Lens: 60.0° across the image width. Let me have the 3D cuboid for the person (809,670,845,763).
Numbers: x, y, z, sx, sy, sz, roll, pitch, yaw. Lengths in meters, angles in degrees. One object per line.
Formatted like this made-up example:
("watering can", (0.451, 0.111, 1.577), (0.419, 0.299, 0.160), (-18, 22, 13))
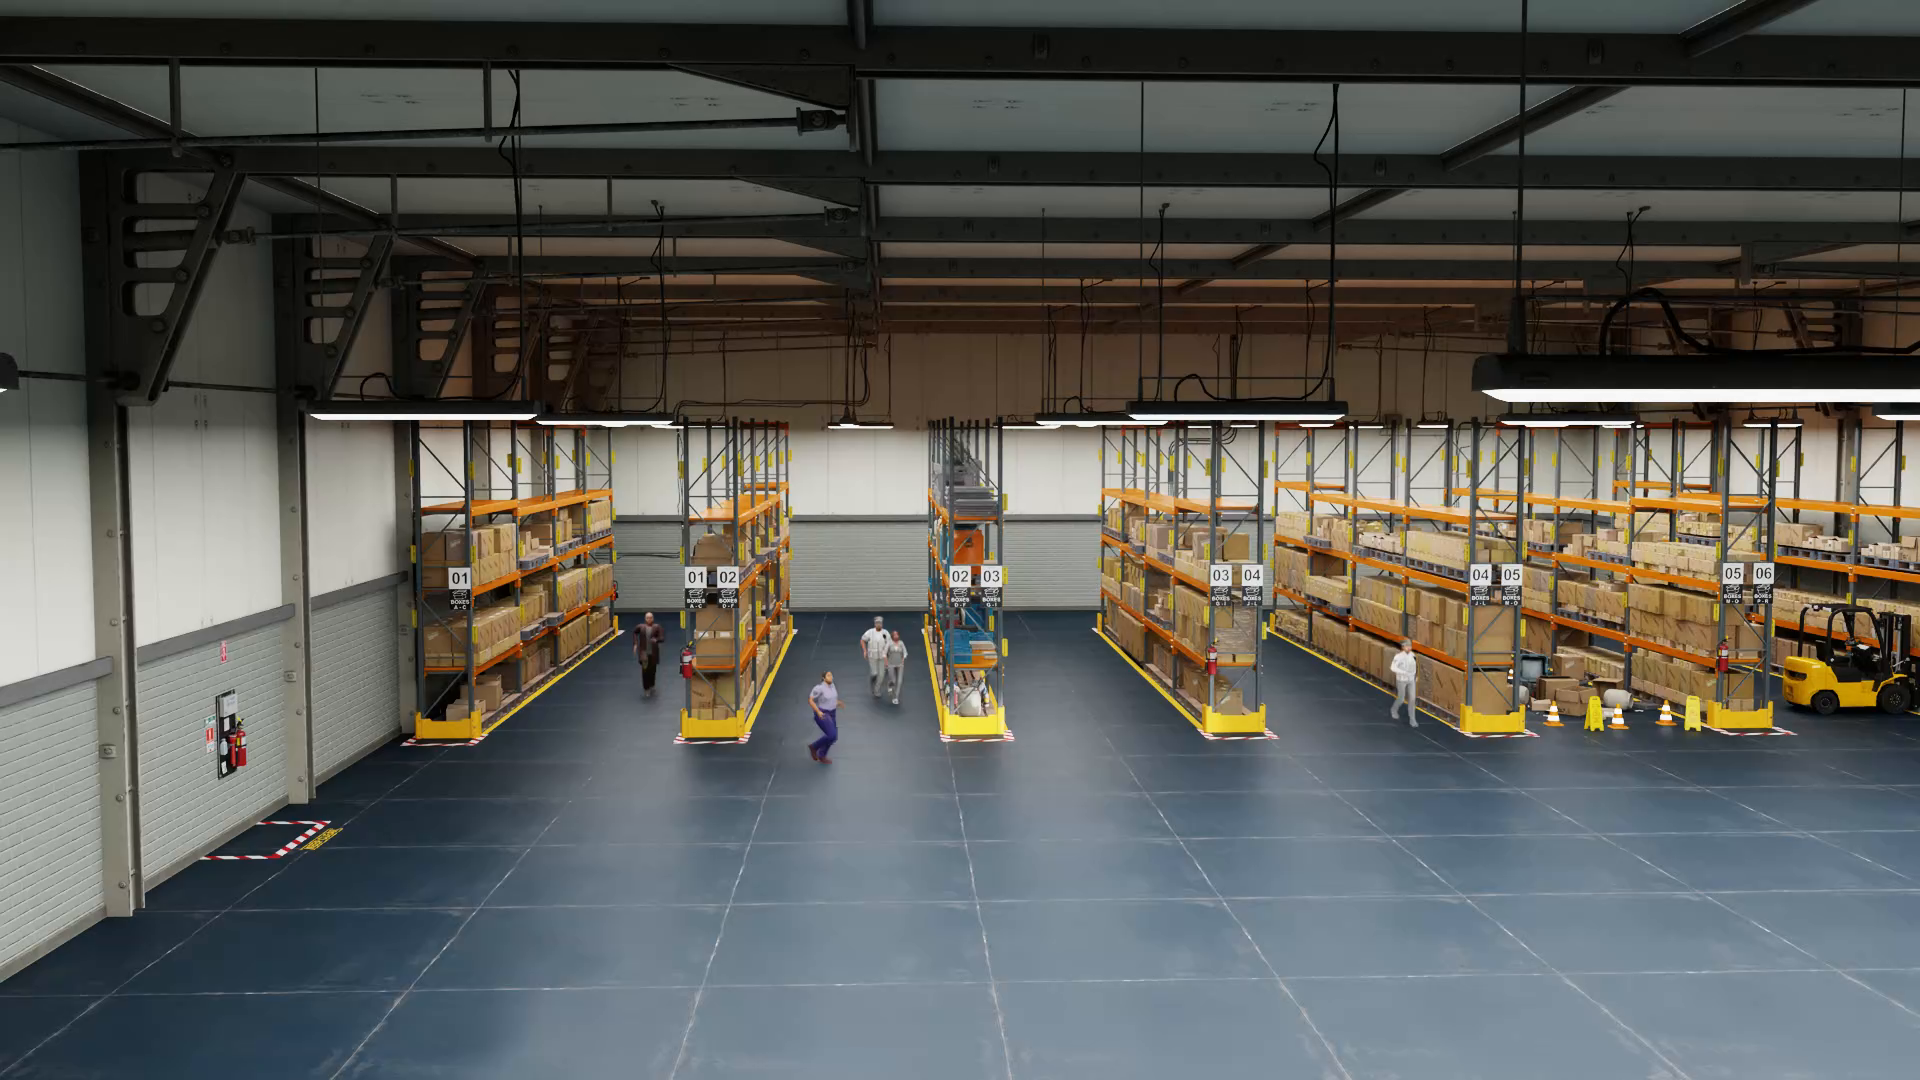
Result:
("person", (-2.276, 3.049, 28.725), (0.561, 1.614, 0.592), (2, 4, 29))

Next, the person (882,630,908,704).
("person", (-1.362, 2.667, 35.022), (0.537, 1.554, 0.547), (-1, 4, -12))

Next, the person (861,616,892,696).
("person", (-1.772, 2.511, 35.810), (0.668, 1.740, 0.594), (-1, 4, -12))

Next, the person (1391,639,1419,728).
("person", (8.676, 2.750, 32.402), (0.612, 1.689, 0.943), (-1, 4, -11))

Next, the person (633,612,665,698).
("person", (-6.729, 2.482, 36.025), (0.666, 1.847, 0.937), (-1, 4, -15))
